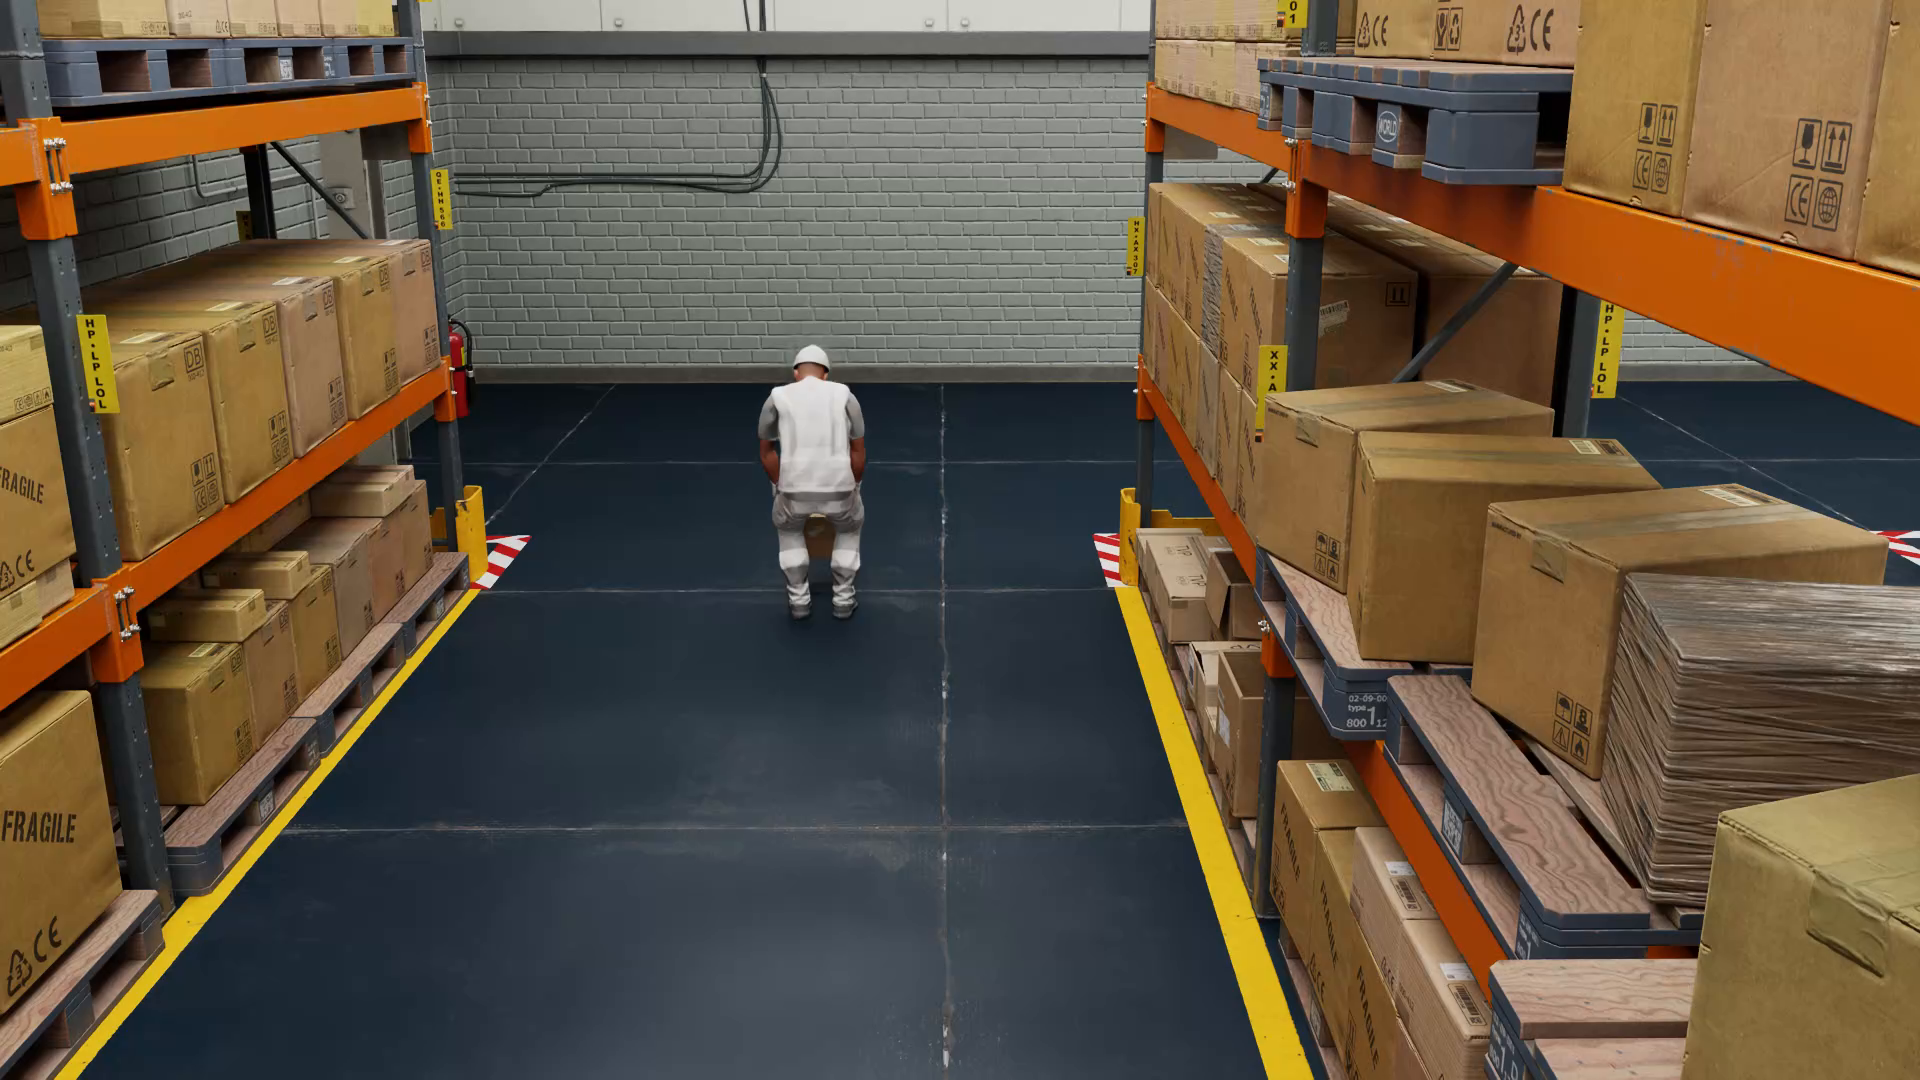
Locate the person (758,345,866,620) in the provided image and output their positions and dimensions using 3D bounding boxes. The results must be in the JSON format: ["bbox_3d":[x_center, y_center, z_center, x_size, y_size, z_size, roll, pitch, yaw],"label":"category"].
[{"bbox_3d":[-0.811,-0.308,9.109,0.583,1.443,0.749,0,17,-1],"label":"person"}]
